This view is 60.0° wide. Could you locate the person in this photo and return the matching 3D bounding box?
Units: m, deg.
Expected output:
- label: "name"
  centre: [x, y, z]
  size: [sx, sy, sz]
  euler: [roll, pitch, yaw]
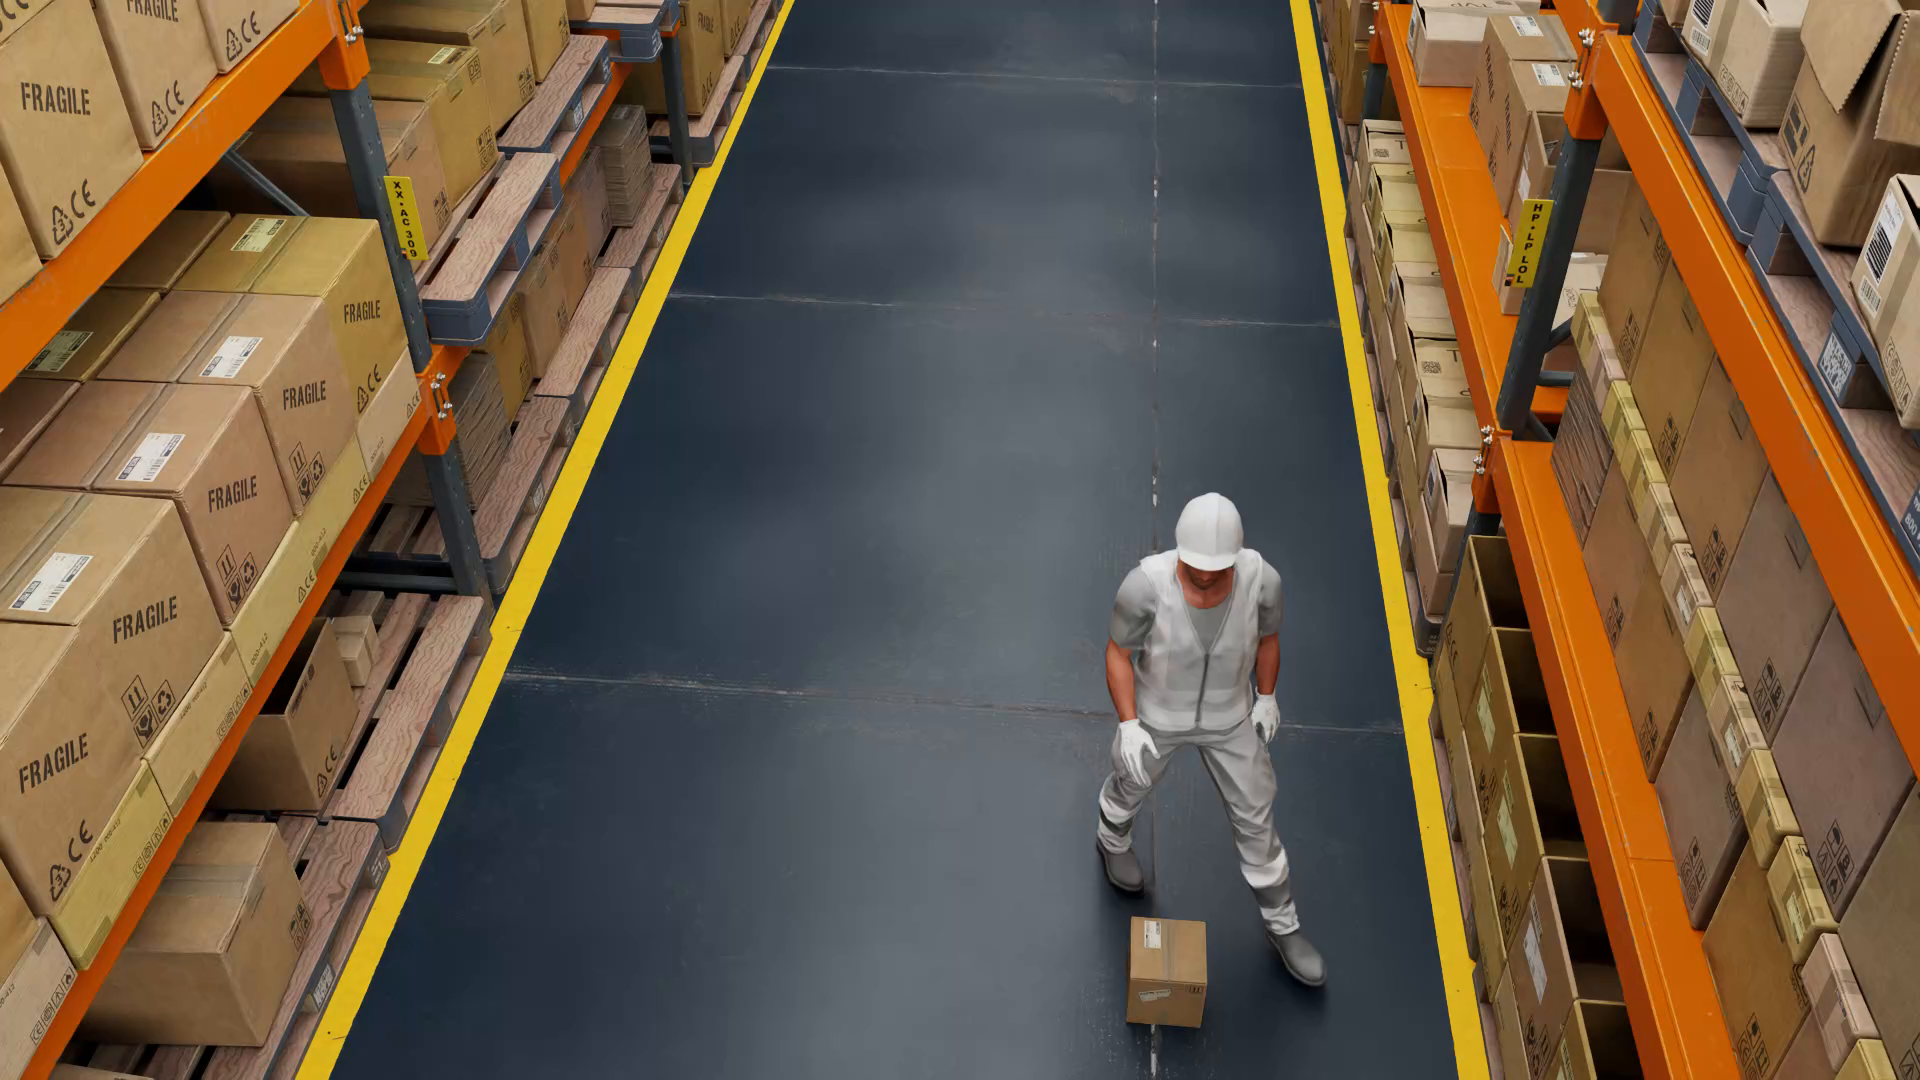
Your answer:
- label: "person"
  centre: [0.849, 0.653, 5.344]
  size: [0.750, 1.767, 0.772]
  euler: [-2, 40, -3]
